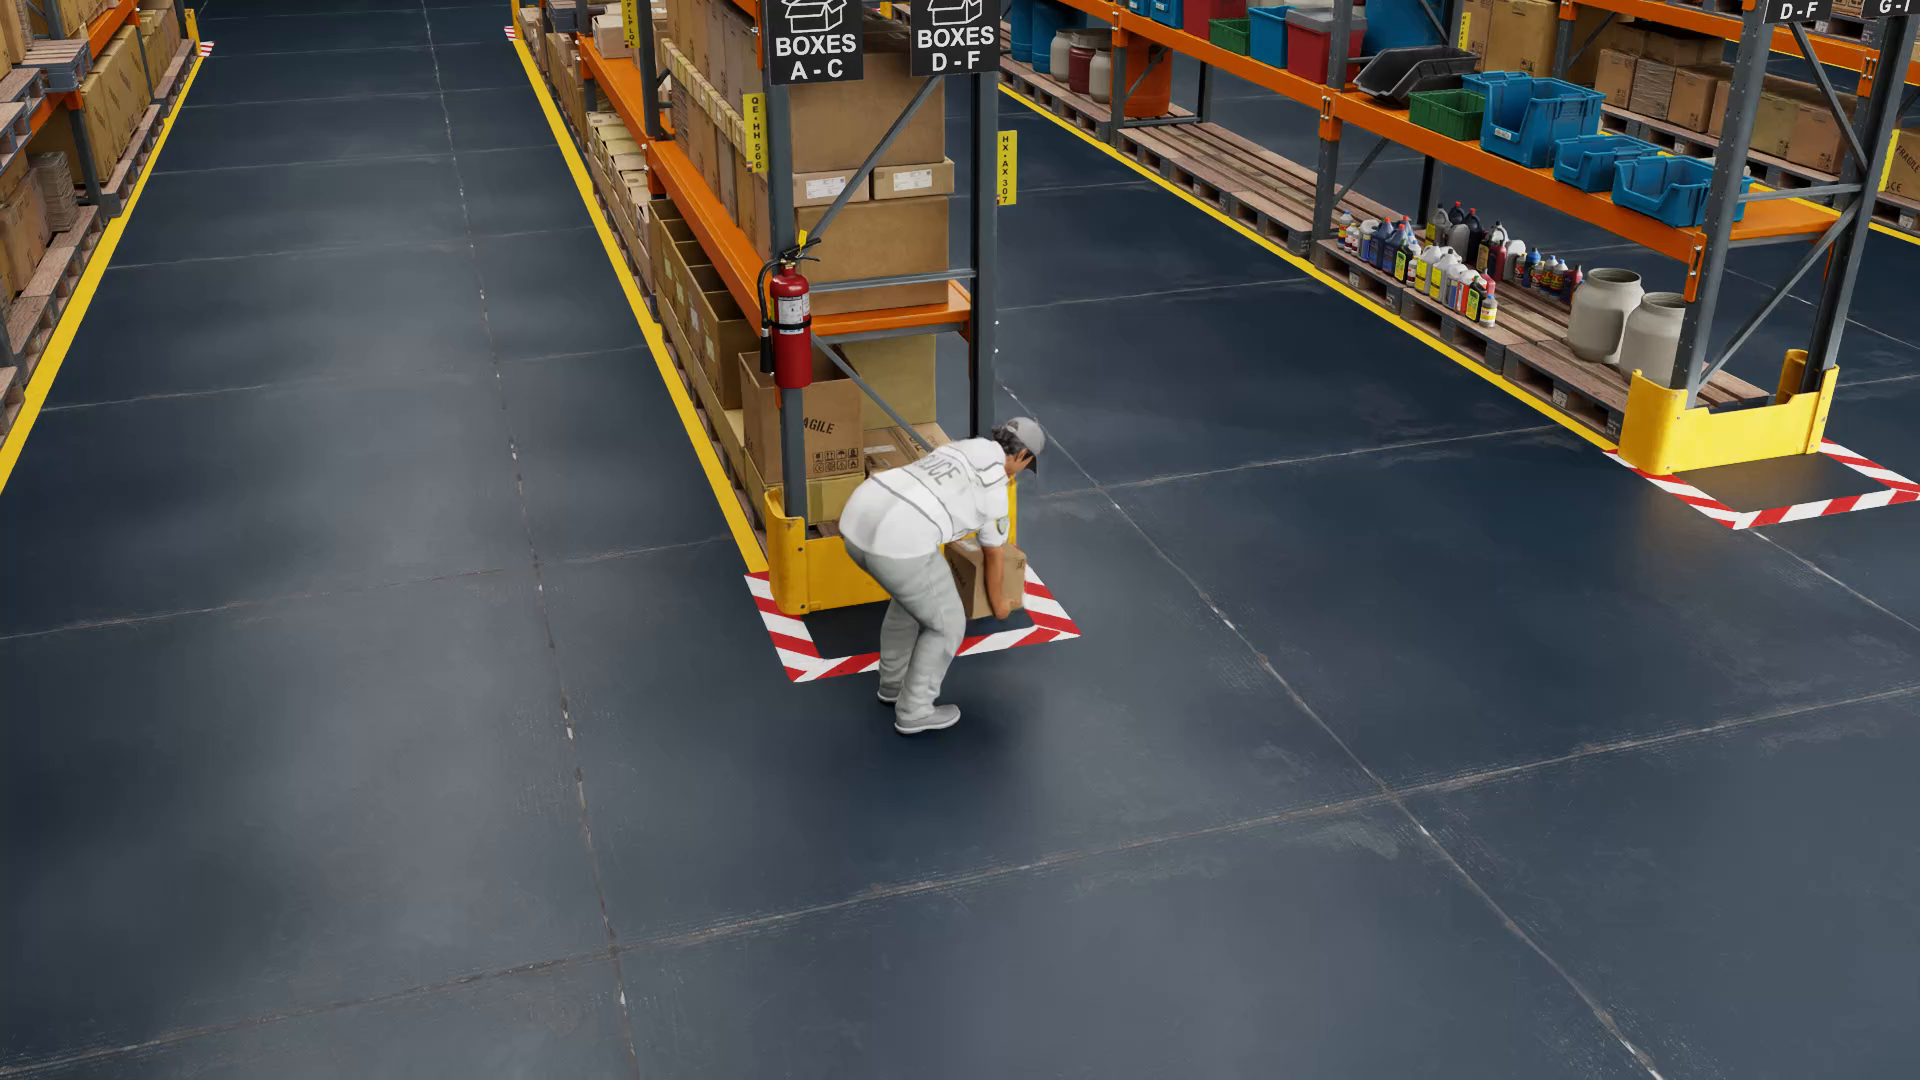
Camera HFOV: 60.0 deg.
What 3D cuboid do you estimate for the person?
[{"bbox_3d":[-0.040,0.133,6.869,0.921,1.204,0.465,-16,31,-29],"label":"person"}]
